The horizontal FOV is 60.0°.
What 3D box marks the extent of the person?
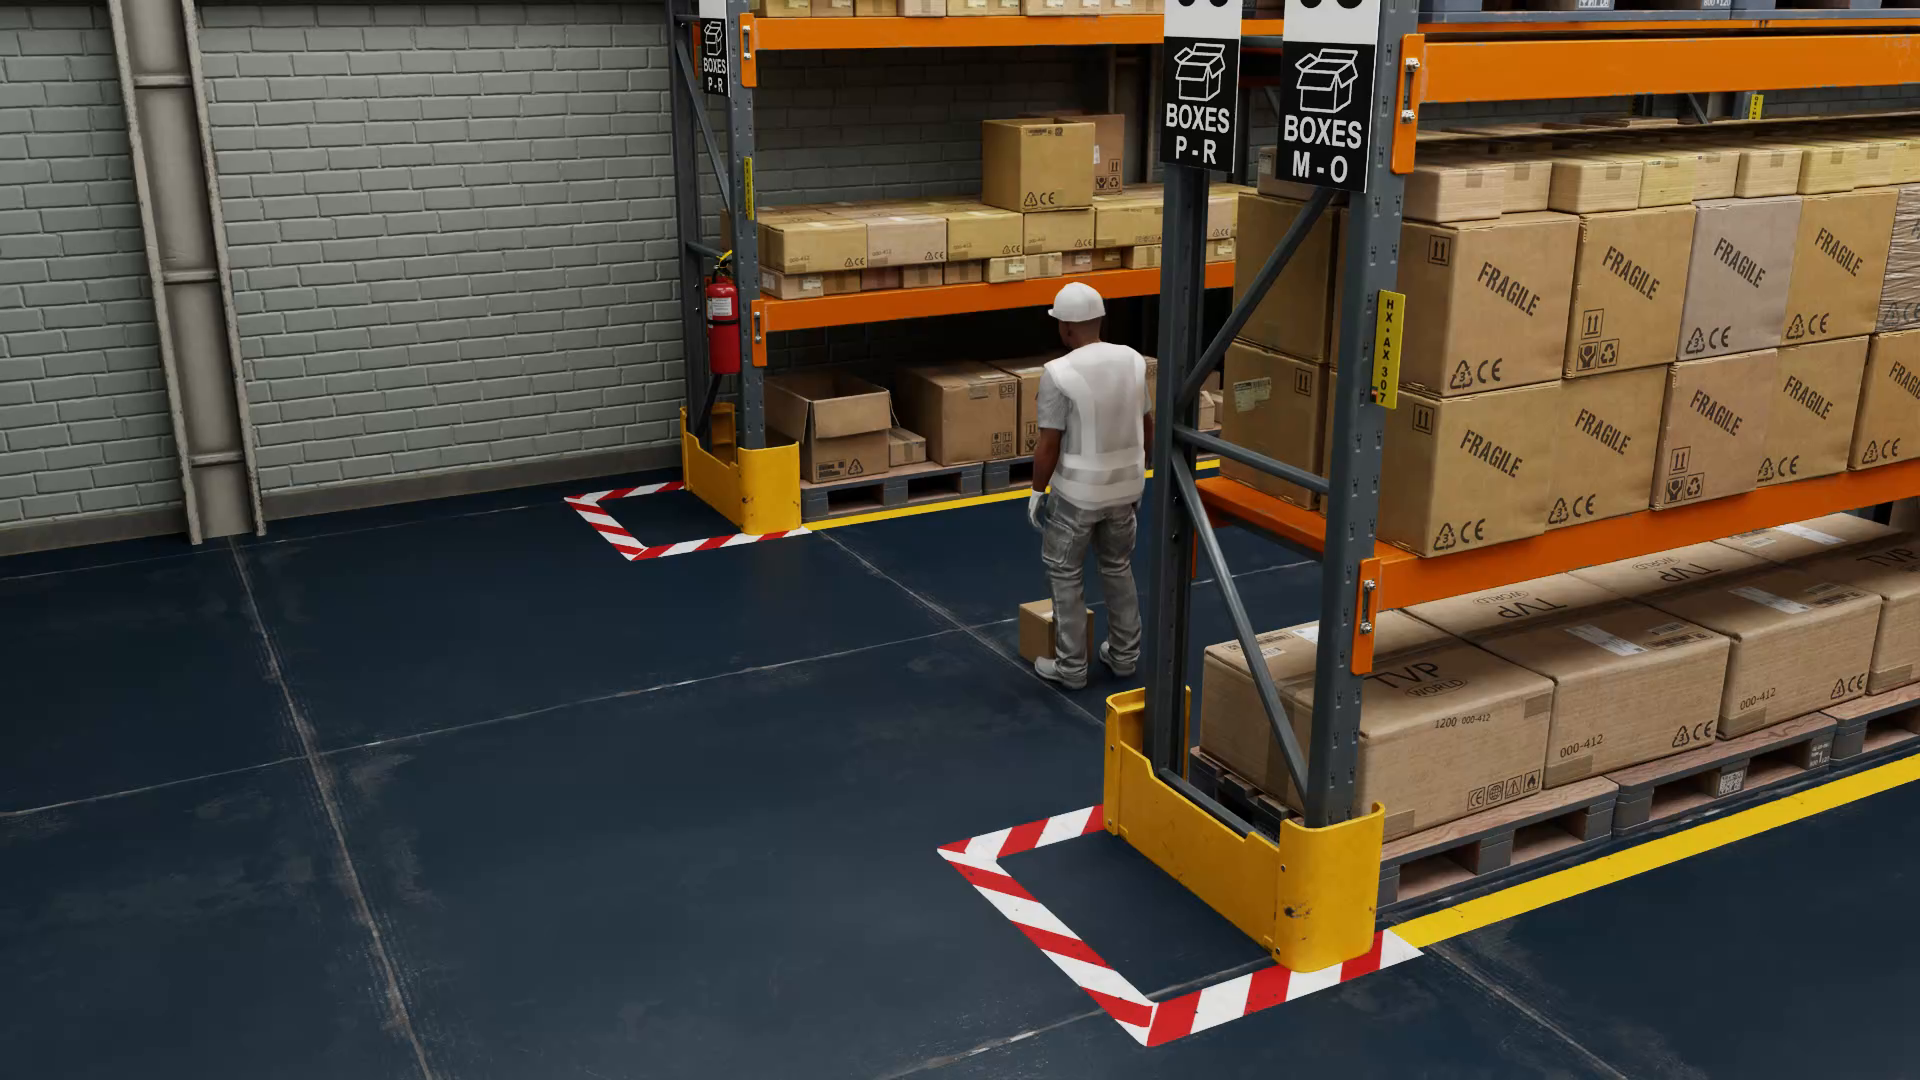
[{"bbox_3d":[0.559,-0.227,7.231,0.619,1.772,0.450,-11,21,-30],"label":"person"}]
